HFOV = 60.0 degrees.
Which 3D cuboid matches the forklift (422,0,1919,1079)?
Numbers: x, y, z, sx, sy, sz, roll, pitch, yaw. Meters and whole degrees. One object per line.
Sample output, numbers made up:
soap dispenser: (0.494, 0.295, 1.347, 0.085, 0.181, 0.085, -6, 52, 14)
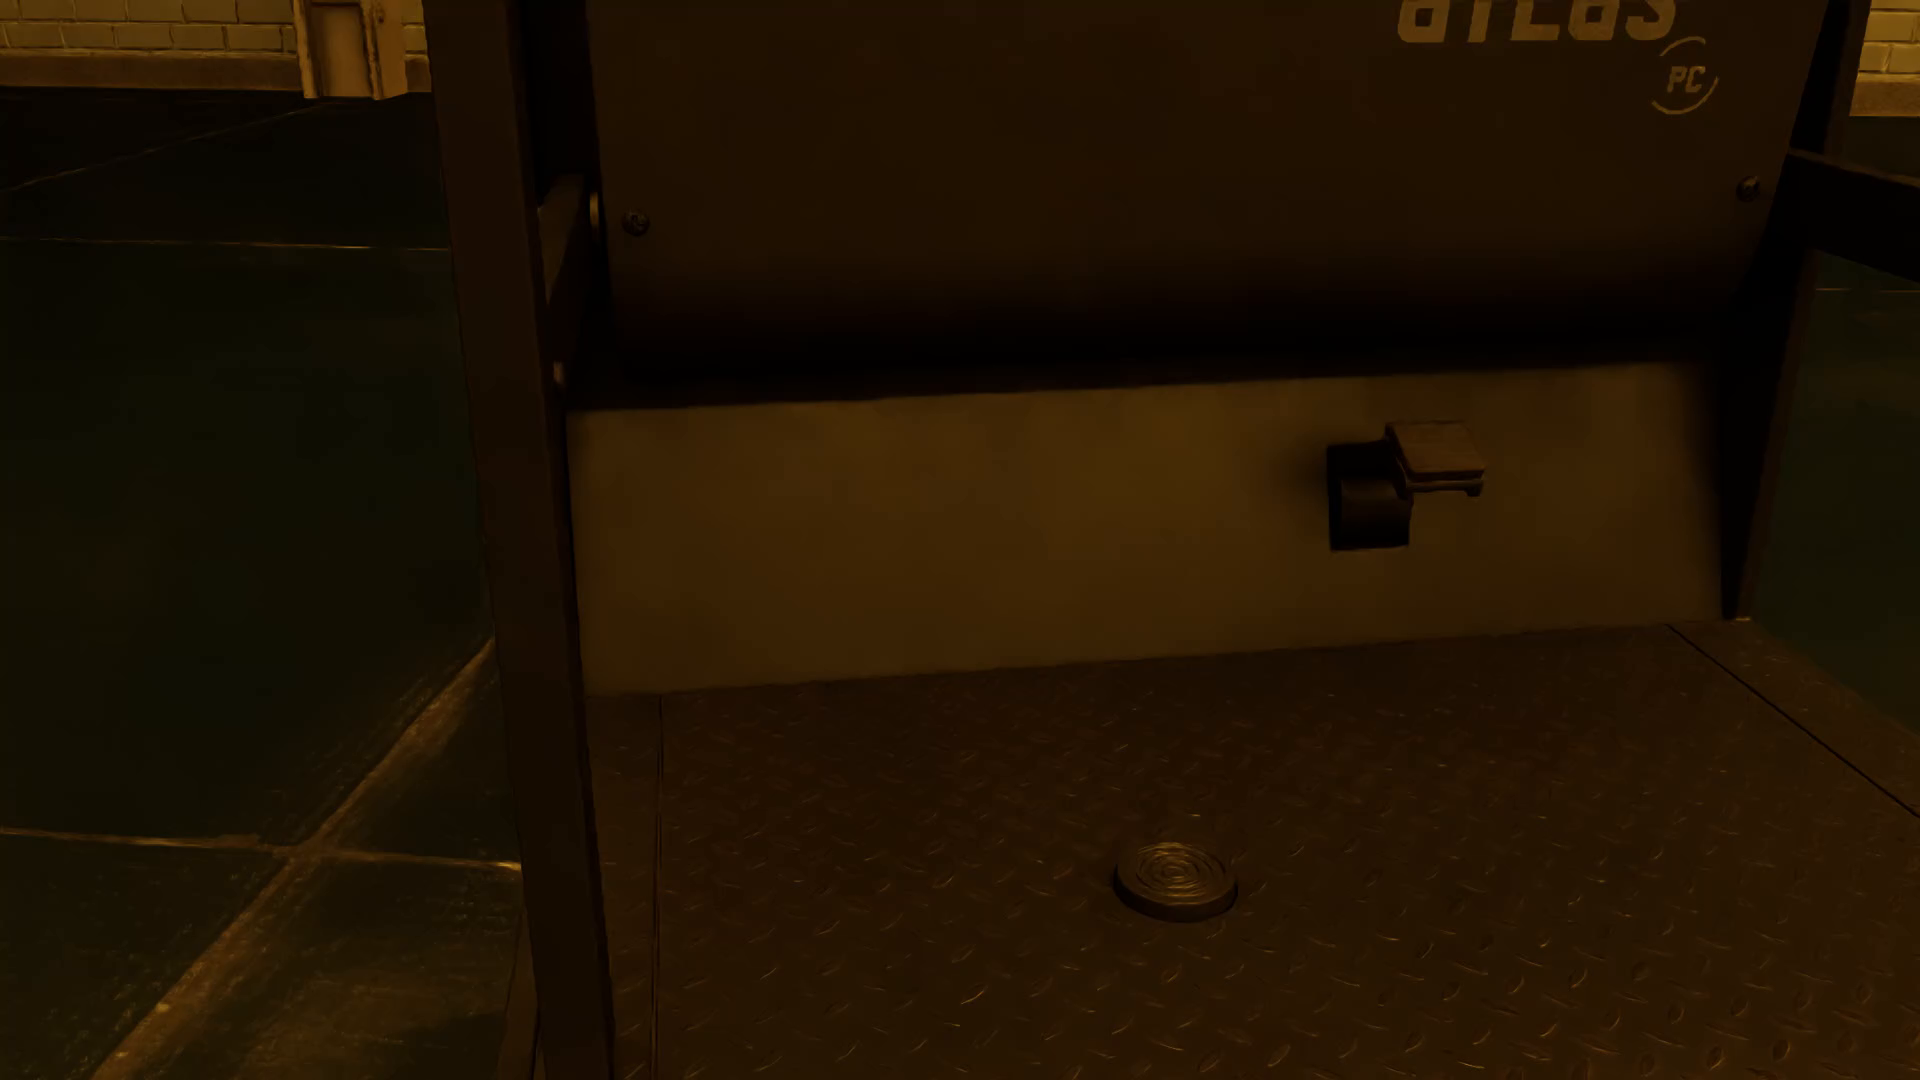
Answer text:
forklift: (0.229, -0.849, 0.861, 1.130, 2.935, 3.031, -3, 22, -8)
